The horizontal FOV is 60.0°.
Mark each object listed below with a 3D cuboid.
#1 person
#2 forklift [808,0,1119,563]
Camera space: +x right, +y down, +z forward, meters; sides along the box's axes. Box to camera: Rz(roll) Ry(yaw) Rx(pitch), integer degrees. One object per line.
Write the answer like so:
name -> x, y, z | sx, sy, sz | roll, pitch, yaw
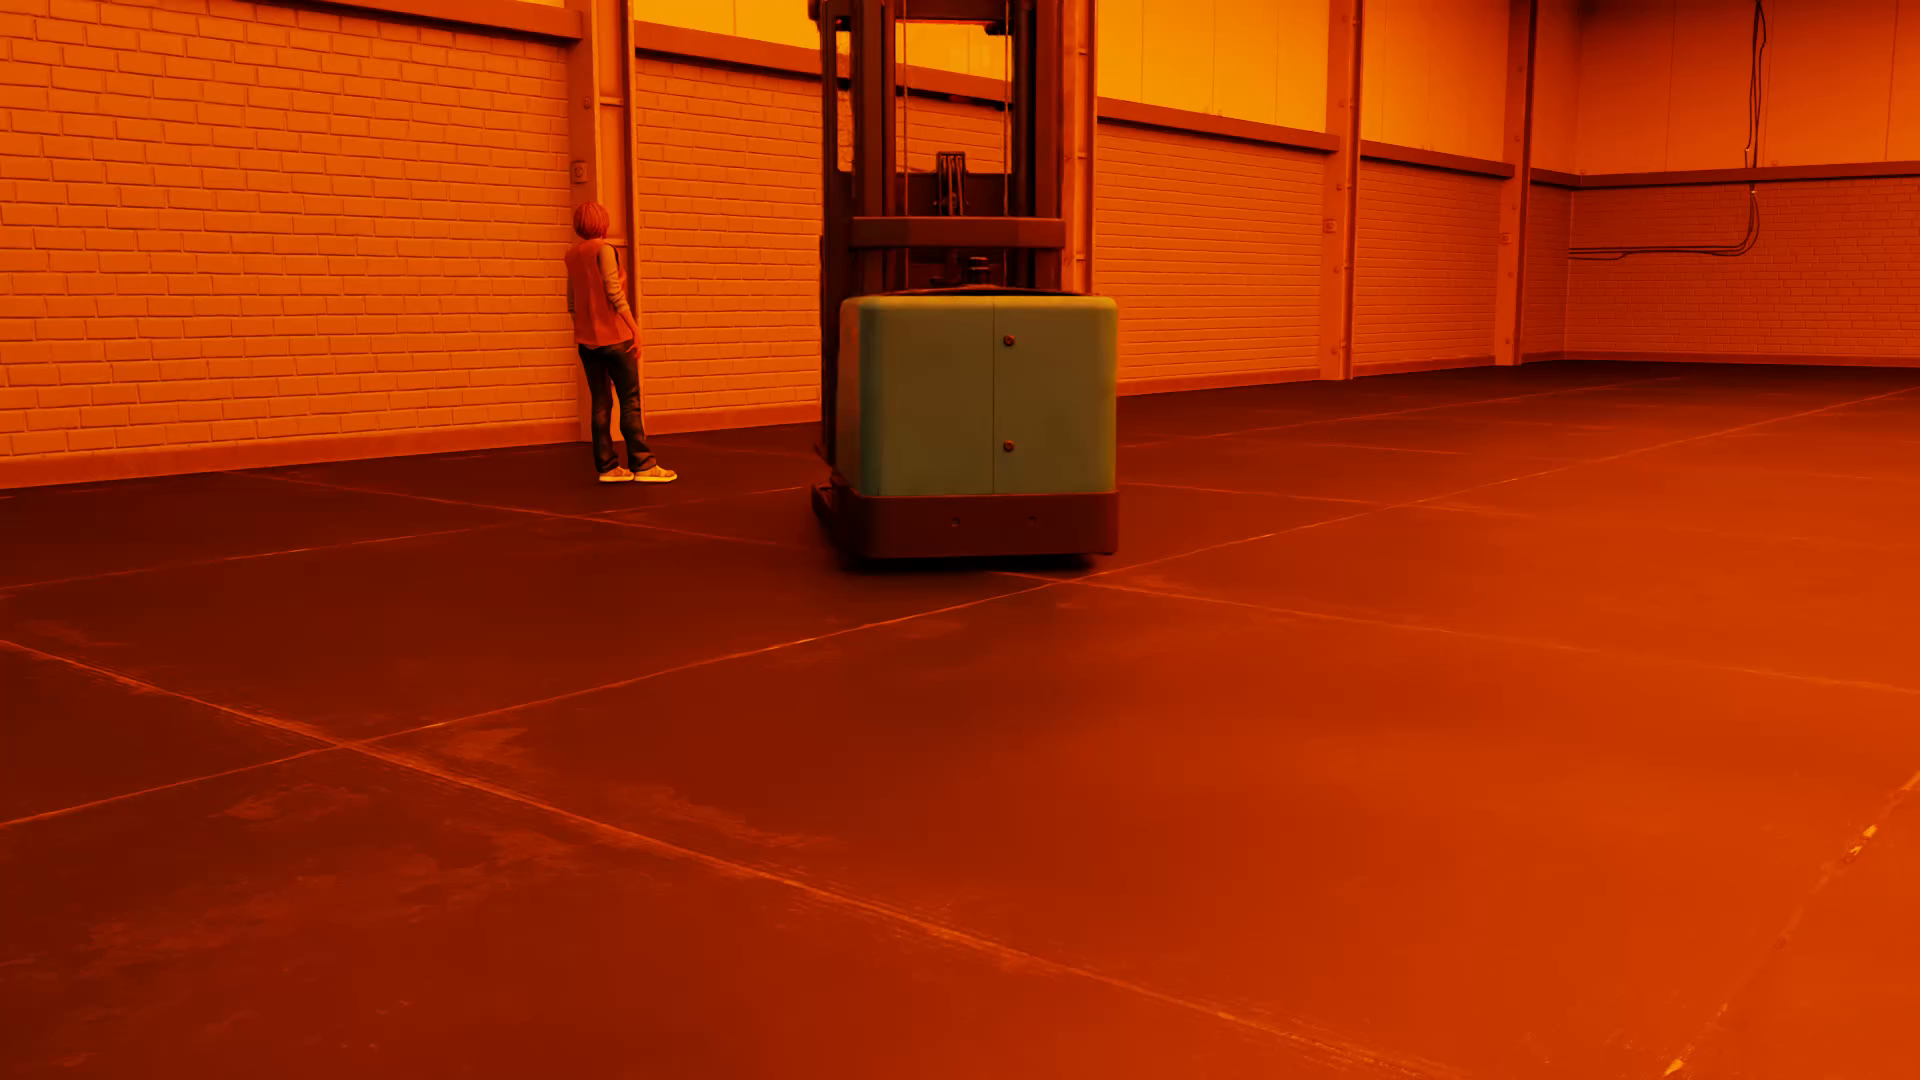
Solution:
person -> -1.976, -1.128, 9.552 | 0.517, 1.598, 0.476 | 6, 11, 38
forklift -> -0.120, -1.533, 7.758 | 1.130, 2.935, 3.031 | -1, 8, -9
